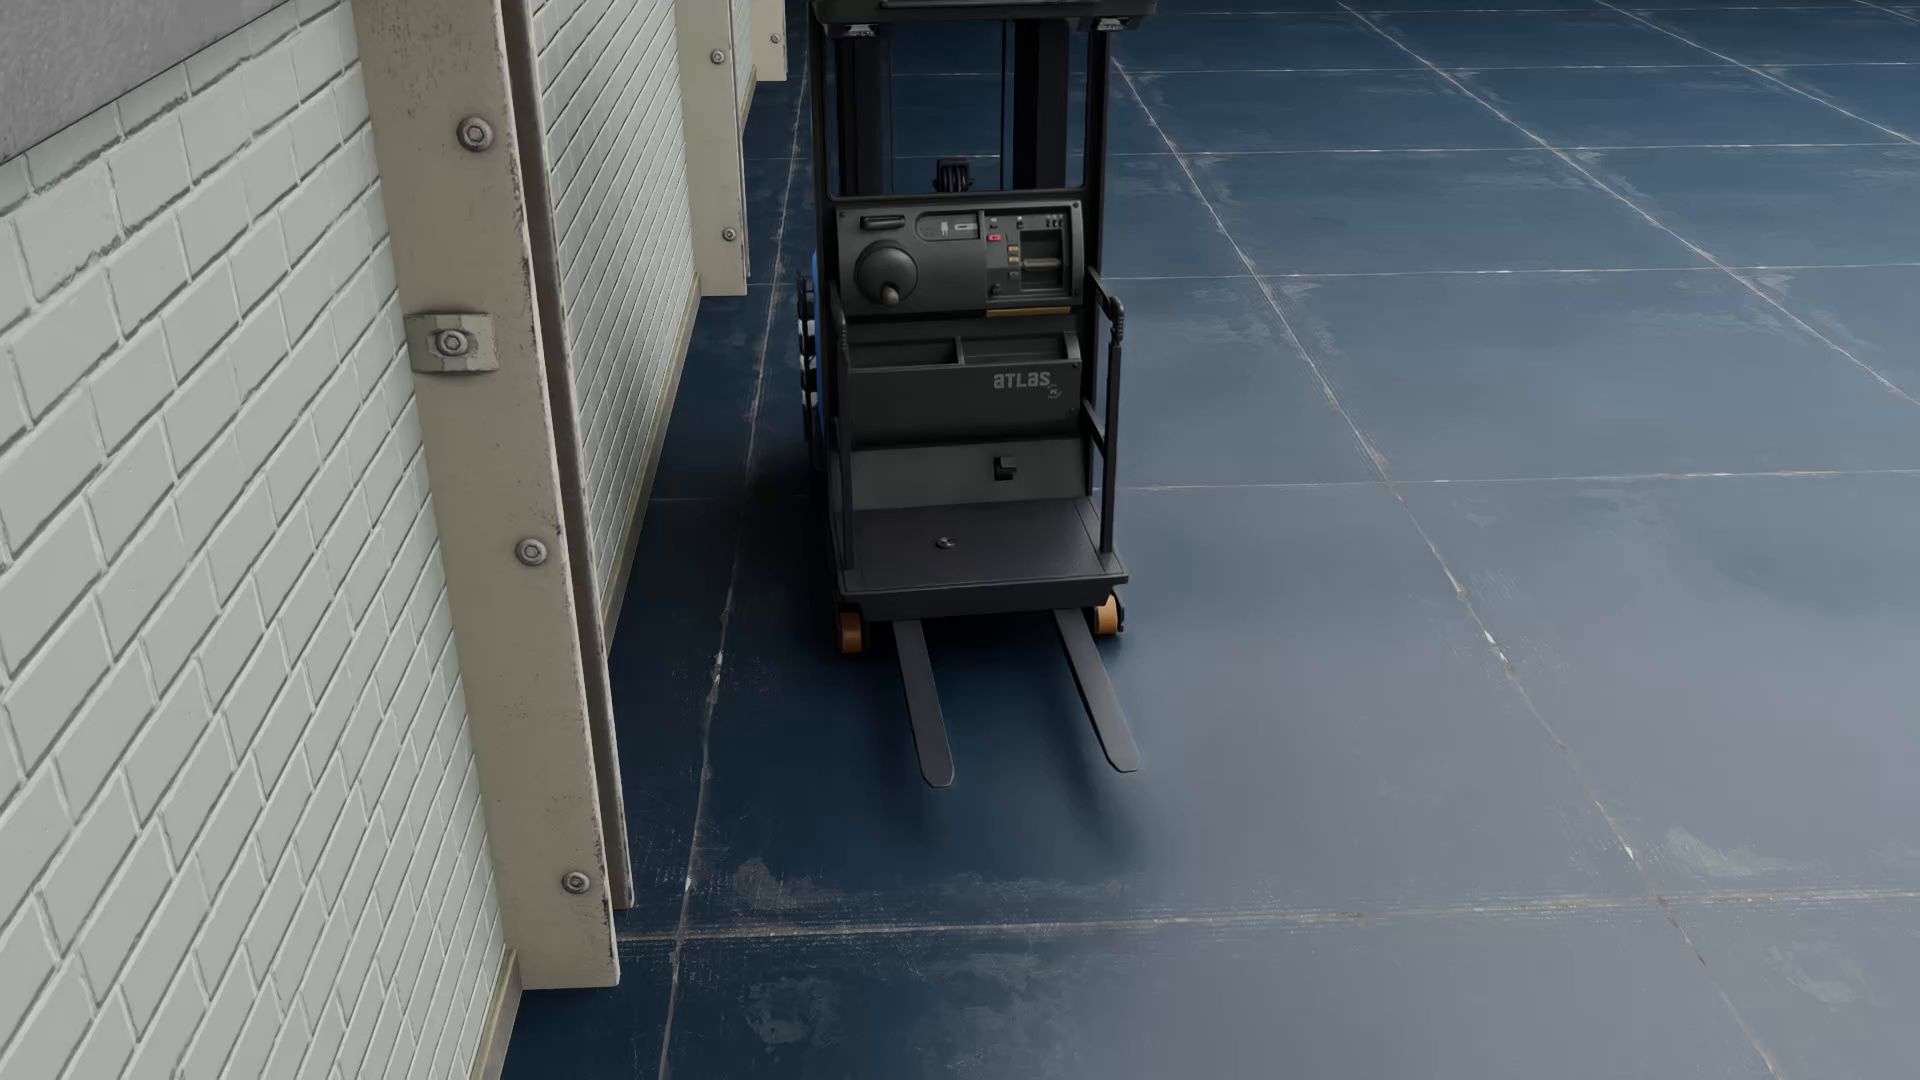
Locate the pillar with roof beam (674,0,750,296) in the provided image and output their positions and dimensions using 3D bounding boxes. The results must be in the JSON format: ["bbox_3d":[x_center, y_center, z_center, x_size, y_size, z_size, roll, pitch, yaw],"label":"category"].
[{"bbox_3d":[2.836,-5.669,8.388,9.100,9.000,0.400,-1,28,-3],"label":"pillar with roof beam"}]

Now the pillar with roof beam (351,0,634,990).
[{"bbox_3d":[3.149,-2.898,3.075,9.100,9.000,0.400,-1,28,-3],"label":"pillar with roof beam"}]

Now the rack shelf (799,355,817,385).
[{"bbox_3d":[-0.628,-0.820,7.922,0.258,0.077,0.200,-5,28,-10],"label":"rack shelf"}]

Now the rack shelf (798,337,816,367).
[{"bbox_3d":[-0.628,-0.900,7.880,0.258,0.077,0.200,-5,28,-10],"label":"rack shelf"}]

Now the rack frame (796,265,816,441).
[{"bbox_3d":[-0.647,-0.896,7.995,0.240,0.900,0.006,-5,28,-10],"label":"rack frame"}]

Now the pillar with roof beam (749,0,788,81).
[{"bbox_3d":[2.523,-8.439,13.700,9.100,9.000,0.400,-1,28,-3],"label":"pillar with roof beam"}]

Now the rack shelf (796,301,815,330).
[{"bbox_3d":[-0.628,-1.060,7.797,0.258,0.077,0.200,-5,28,-10],"label":"rack shelf"}]

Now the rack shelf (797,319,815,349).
[{"bbox_3d":[-0.628,-0.980,7.839,0.258,0.077,0.200,-5,28,-10],"label":"rack shelf"}]

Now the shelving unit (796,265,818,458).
[{"bbox_3d":[-0.628,-0.850,7.906,0.258,0.900,0.210,-5,28,-10],"label":"shelving unit"}]

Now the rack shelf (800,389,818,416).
[{"bbox_3d":[-0.628,-0.661,8.005,0.258,0.077,0.200,-5,28,-10],"label":"rack shelf"}]

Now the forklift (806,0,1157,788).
[{"bbox_3d":[0.035,-1.034,6.062,1.130,2.935,3.031,-4,28,-7],"label":"forklift"}]

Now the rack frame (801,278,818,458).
[{"bbox_3d":[-0.608,-0.804,7.818,0.240,0.900,0.006,-5,28,-10],"label":"rack frame"}]

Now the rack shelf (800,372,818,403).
[{"bbox_3d":[-0.628,-0.741,7.963,0.258,0.077,0.200,-5,28,-10],"label":"rack shelf"}]
